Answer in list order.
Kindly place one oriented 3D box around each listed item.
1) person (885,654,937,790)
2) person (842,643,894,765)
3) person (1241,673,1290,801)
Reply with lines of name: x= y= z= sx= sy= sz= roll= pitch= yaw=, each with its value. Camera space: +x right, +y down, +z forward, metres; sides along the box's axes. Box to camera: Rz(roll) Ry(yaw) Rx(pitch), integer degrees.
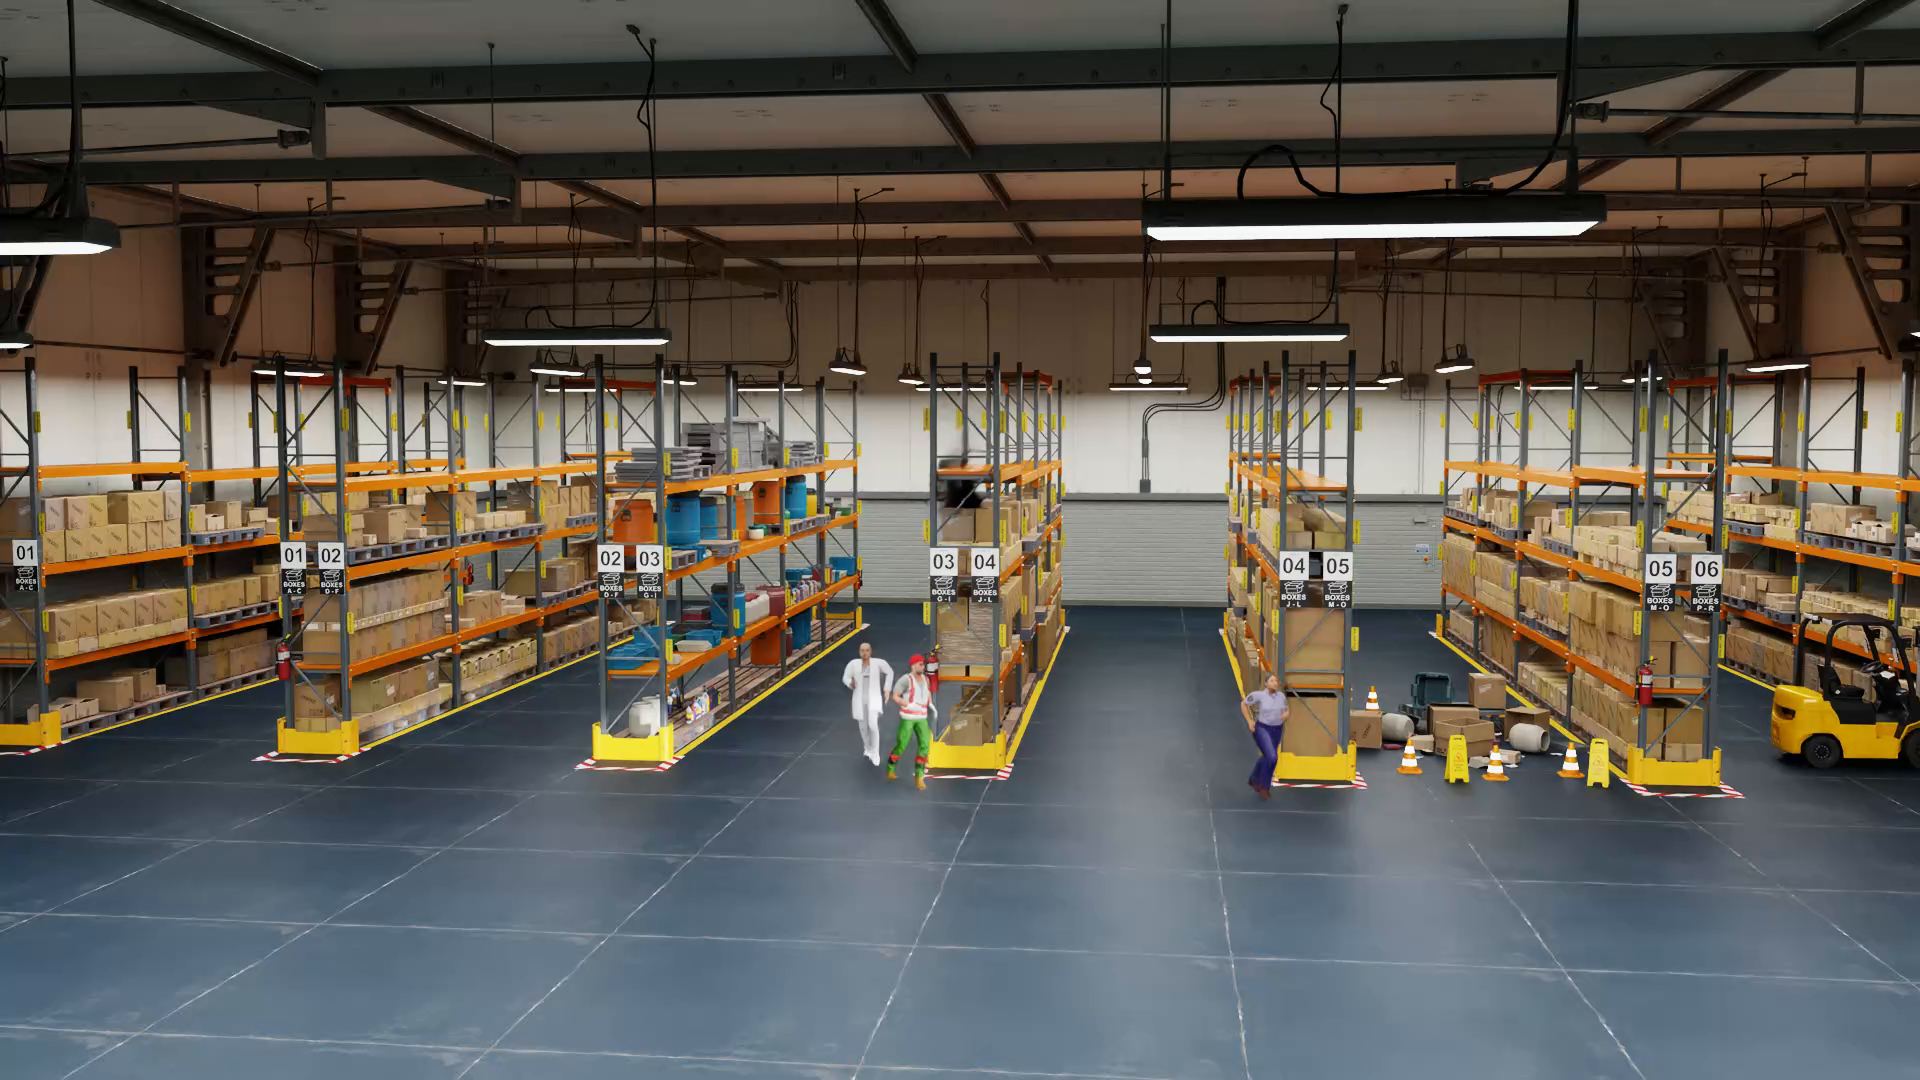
person: x=-0.610 y=2.480 z=22.960 sx=0.724 sy=1.807 sz=0.794 roll=-3 pitch=5 yaw=-34
person: x=-1.366 y=2.397 z=24.508 sx=0.730 sy=1.789 sz=0.860 roll=1 pitch=4 yaw=7
person: x=4.122 y=2.622 z=22.278 sx=0.595 sy=1.693 sz=0.674 roll=-2 pitch=5 yaw=-31
